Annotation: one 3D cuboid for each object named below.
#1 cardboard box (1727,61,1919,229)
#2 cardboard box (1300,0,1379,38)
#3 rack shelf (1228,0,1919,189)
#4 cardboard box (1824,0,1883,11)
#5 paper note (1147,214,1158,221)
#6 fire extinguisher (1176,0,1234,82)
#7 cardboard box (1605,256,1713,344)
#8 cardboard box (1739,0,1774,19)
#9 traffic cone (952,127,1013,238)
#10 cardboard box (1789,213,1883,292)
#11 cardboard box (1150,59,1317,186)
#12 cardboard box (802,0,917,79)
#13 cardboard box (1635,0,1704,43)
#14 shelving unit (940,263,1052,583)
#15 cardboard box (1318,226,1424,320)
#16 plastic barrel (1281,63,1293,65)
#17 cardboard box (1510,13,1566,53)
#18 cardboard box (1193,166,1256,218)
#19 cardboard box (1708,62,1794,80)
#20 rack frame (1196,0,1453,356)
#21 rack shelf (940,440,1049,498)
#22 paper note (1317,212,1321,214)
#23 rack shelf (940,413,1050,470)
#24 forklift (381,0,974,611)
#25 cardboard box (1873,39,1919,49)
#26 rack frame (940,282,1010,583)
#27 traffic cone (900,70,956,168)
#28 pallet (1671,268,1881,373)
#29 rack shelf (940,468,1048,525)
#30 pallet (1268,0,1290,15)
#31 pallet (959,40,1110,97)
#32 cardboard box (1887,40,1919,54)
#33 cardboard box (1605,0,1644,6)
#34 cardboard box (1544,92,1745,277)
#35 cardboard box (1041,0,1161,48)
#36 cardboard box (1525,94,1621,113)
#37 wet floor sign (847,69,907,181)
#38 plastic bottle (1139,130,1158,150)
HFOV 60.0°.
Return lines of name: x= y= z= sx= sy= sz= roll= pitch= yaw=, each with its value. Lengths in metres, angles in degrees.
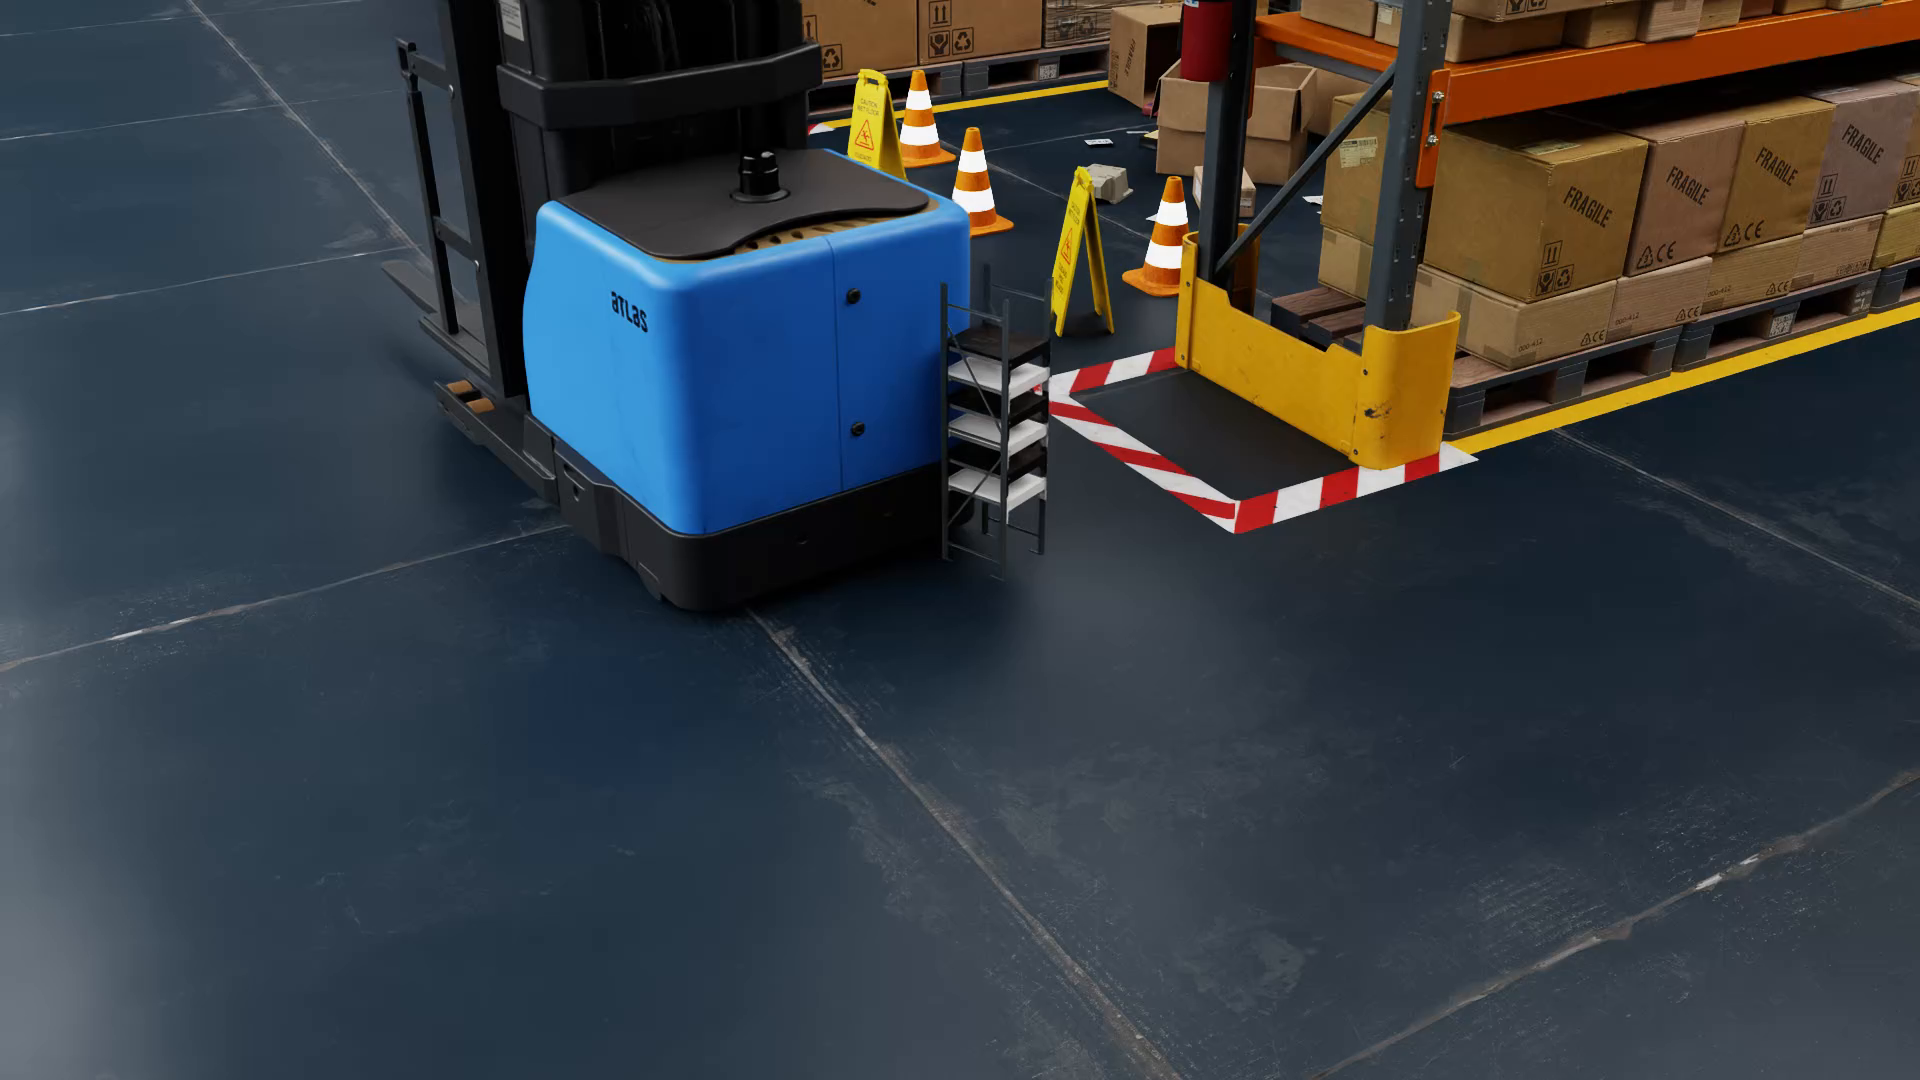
cardboard box: x=3.394 y=-1.588 z=6.658 sx=0.500 sy=0.500 sz=0.500 roll=-14 pitch=32 yaw=-24
cardboard box: x=1.410 y=-1.878 z=5.809 sx=0.250 sy=0.149 sz=0.380 roll=-15 pitch=32 yaw=-25
rack shelf: x=2.921 y=-1.982 z=6.482 sx=4.000 sy=0.370 sz=1.077 roll=-16 pitch=33 yaw=-26
cardboard box: x=3.209 y=-2.093 z=6.198 sx=0.250 sy=0.149 sz=0.380 roll=-16 pitch=32 yaw=-26
paper note: x=1.003 y=-1.568 z=8.060 sx=0.148 sy=0.019 sz=0.142 roll=22 pitch=36 yaw=34
fire extinguisher: x=0.864 y=-1.938 z=5.737 sx=0.183 sy=0.674 sz=0.296 roll=-16 pitch=33 yaw=-26
cardboard box: x=2.476 y=-0.992 z=6.353 sx=0.500 sy=0.250 sz=0.500 roll=-15 pitch=32 yaw=-25
cardboard box: x=2.720 y=-2.003 z=6.036 sx=0.250 sy=0.149 sz=0.380 roll=-15 pitch=32 yaw=-25
traffic cone: x=0.058 y=-1.719 z=7.885 sx=0.334 sy=0.463 sz=0.336 roll=-16 pitch=33 yaw=-26
cardboard box: x=3.377 y=-1.253 z=6.827 sx=0.500 sy=0.250 sz=0.500 roll=-15 pitch=32 yaw=-26
cardboard box: x=1.428 y=-2.199 z=8.714 sx=0.797 sy=0.503 sz=0.637 roll=10 pitch=30 yaw=17
cardboard box: x=-0.847 y=-3.292 z=9.875 sx=0.875 sy=0.875 sz=0.875 roll=-16 pitch=33 yaw=-26
cardboard box: x=2.316 y=-1.836 z=5.733 sx=0.250 sy=0.149 sz=0.380 roll=-15 pitch=32 yaw=-26
shelving unit: x=0.103 y=-0.340 z=4.936 sx=0.258 sy=0.900 sz=0.210 roll=20 pitch=35 yaw=32
cardboard box: x=1.778 y=-1.103 z=6.556 sx=0.500 sy=0.250 sz=0.500 roll=-16 pitch=33 yaw=-27
plastic barrel: x=1.849 y=-2.779 z=9.848 sx=0.421 sy=0.421 sz=0.512 roll=5 pitch=29 yaw=8
cardboard box: x=1.805 y=-1.762 z=5.599 sx=0.250 sy=0.149 sz=0.380 roll=-15 pitch=32 yaw=-26
cardboard box: x=1.302 y=-1.722 z=8.216 sx=0.250 sy=0.149 sz=0.380 roll=0 pitch=29 yaw=0
cardboard box: x=3.096 y=-1.801 z=7.044 sx=0.500 sy=0.500 sz=0.500 roll=-14 pitch=32 yaw=-24
rack frame: x=1.196 y=-1.808 z=5.421 sx=0.127 sy=3.000 sz=1.000 roll=-16 pitch=33 yaw=-26
rack shelf: x=0.103 y=-0.233 z=4.995 sx=0.258 sy=0.077 sz=0.200 roll=20 pitch=35 yaw=32
paper note: x=1.811 y=-1.615 z=8.165 sx=0.123 sy=0.001 sz=0.032 roll=-16 pitch=33 yaw=-26
rack shelf: x=0.103 y=-0.311 z=4.952 sx=0.258 sy=0.077 sz=0.200 roll=20 pitch=35 yaw=32
forklift: x=-1.228 y=-1.737 z=5.364 sx=1.130 sy=2.935 sz=3.031 roll=-19 pitch=34 yaw=-31
cardboard box: x=4.000 y=-2.063 z=7.519 sx=0.500 sy=0.500 sz=0.500 roll=-14 pitch=32 yaw=-24
rack frame: x=0.041 y=-0.302 z=4.865 sx=0.240 sy=0.900 sz=0.006 roll=20 pitch=35 yaw=32
traffic cone: x=-0.221 y=-2.273 z=8.889 sx=0.334 sy=0.463 sz=0.336 roll=-16 pitch=33 yaw=-26
pallet: x=3.031 y=-1.086 z=7.000 sx=1.213 sy=0.211 sz=1.003 roll=-16 pitch=33 yaw=-26
rack shelf: x=0.103 y=-0.154 z=5.039 sx=0.258 sy=0.077 sz=0.200 roll=20 pitch=35 yaw=32
pallet: x=2.677 y=-3.823 z=11.960 sx=1.213 sy=0.211 sz=1.003 roll=-16 pitch=33 yaw=-26
pallet: x=0.302 y=-3.149 z=10.738 sx=1.213 sy=0.211 sz=1.003 roll=-16 pitch=33 yaw=-26
cardboard box: x=4.271 y=-1.838 z=7.112 sx=0.500 sy=0.500 sz=0.500 roll=-16 pitch=33 yaw=-27
cardboard box: x=2.190 y=-2.110 z=5.558 sx=0.500 sy=0.500 sz=0.500 roll=-15 pitch=32 yaw=-25
cardboard box: x=2.501 y=-1.334 z=6.198 sx=0.500 sy=0.500 sz=0.500 roll=-17 pitch=33 yaw=-28
cardboard box: x=0.697 y=-3.731 z=10.670 sx=0.875 sy=0.875 sz=0.875 roll=-16 pitch=33 yaw=-26
cardboard box: x=2.203 y=-1.550 z=6.589 sx=0.500 sy=0.500 sz=0.500 roll=-15 pitch=32 yaw=-25
wet floor sign: x=-0.420 y=-1.982 z=8.174 sx=0.232 sy=0.644 sz=0.267 roll=-22 pitch=36 yaw=-35
plastic bottle: x=1.126 y=-2.232 z=9.231 sx=0.133 sy=0.061 sz=0.283 roll=22 pitch=36 yaw=34
